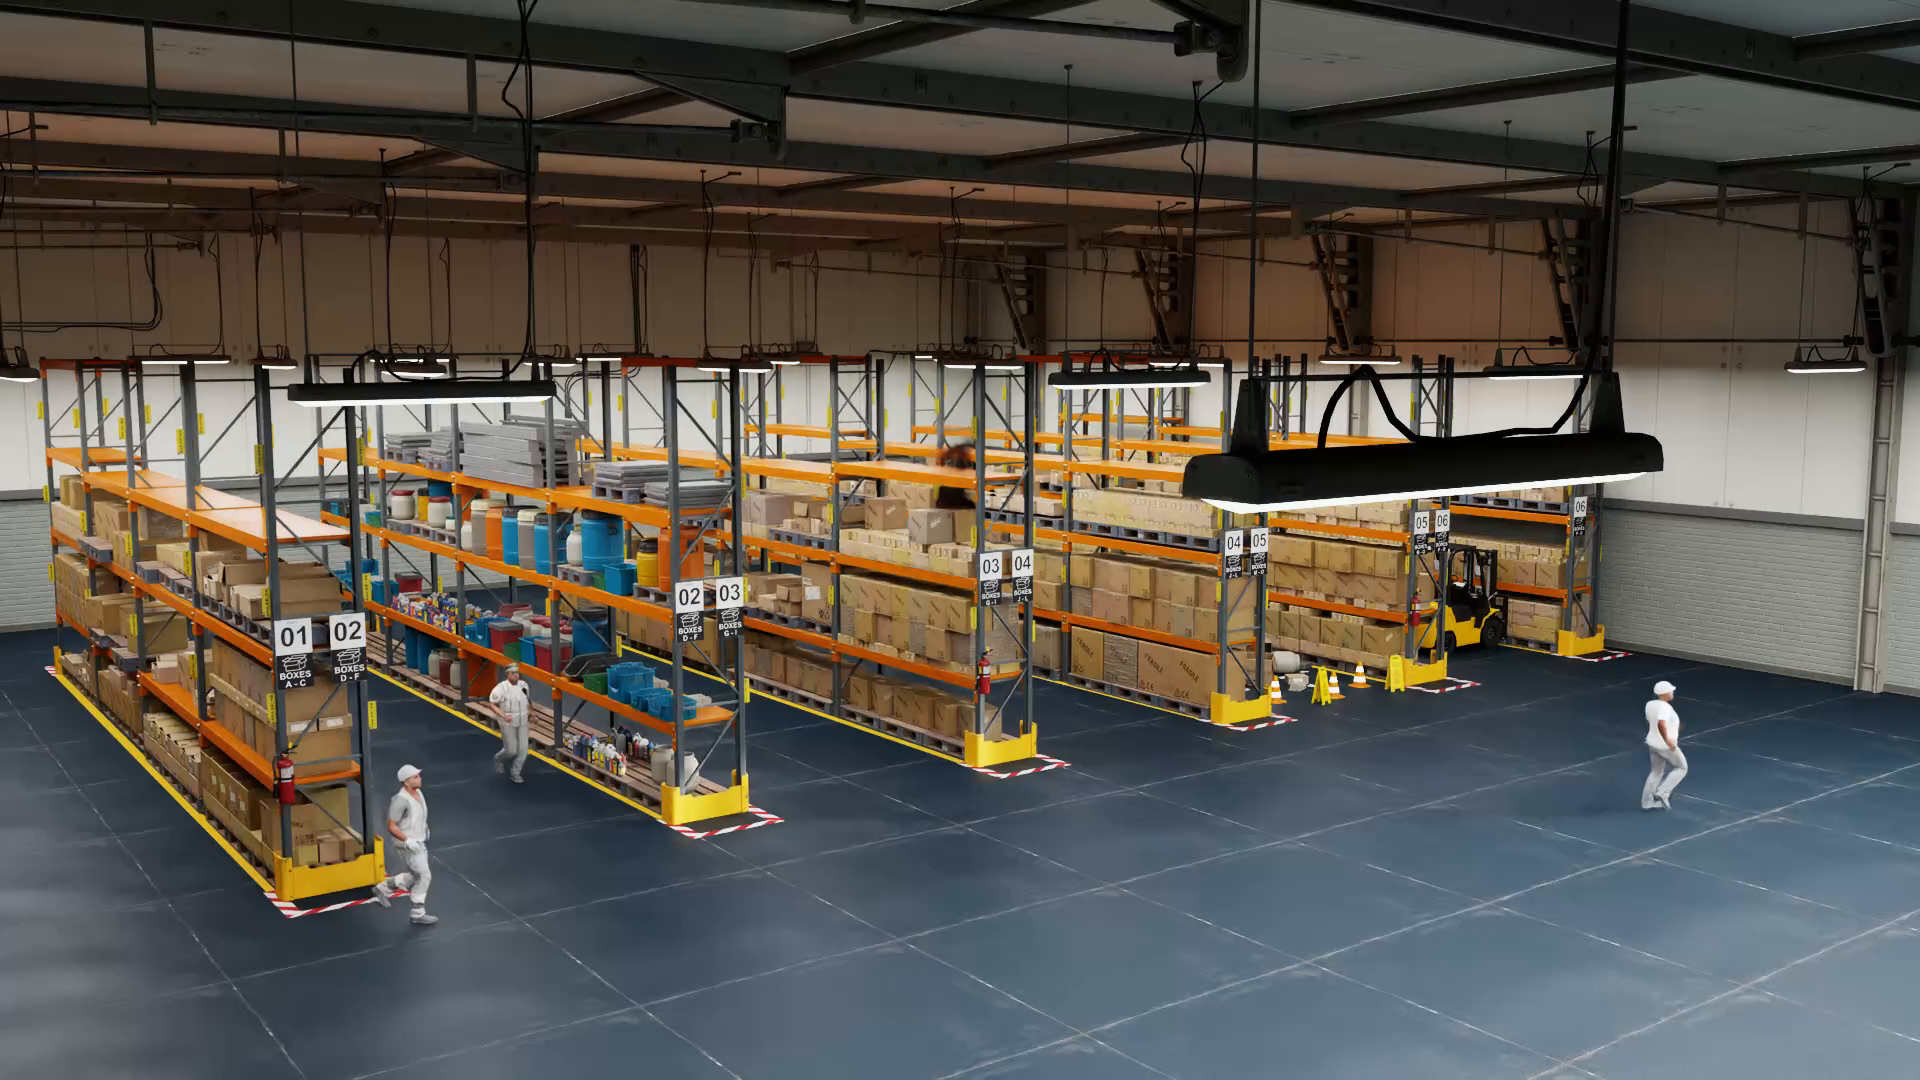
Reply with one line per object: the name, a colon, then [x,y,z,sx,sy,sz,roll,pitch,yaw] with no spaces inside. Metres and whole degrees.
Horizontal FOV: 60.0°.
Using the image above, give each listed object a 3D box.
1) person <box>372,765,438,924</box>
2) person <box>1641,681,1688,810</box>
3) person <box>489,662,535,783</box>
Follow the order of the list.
person: [-6.057,3.296,18.072,0.718,1.755,0.662,0,7,1]
person: [9.509,2.766,22.427,0.662,1.737,0.691,-2,7,-13]
person: [-6.433,2.603,23.900,0.649,1.737,0.595,-7,10,-44]
